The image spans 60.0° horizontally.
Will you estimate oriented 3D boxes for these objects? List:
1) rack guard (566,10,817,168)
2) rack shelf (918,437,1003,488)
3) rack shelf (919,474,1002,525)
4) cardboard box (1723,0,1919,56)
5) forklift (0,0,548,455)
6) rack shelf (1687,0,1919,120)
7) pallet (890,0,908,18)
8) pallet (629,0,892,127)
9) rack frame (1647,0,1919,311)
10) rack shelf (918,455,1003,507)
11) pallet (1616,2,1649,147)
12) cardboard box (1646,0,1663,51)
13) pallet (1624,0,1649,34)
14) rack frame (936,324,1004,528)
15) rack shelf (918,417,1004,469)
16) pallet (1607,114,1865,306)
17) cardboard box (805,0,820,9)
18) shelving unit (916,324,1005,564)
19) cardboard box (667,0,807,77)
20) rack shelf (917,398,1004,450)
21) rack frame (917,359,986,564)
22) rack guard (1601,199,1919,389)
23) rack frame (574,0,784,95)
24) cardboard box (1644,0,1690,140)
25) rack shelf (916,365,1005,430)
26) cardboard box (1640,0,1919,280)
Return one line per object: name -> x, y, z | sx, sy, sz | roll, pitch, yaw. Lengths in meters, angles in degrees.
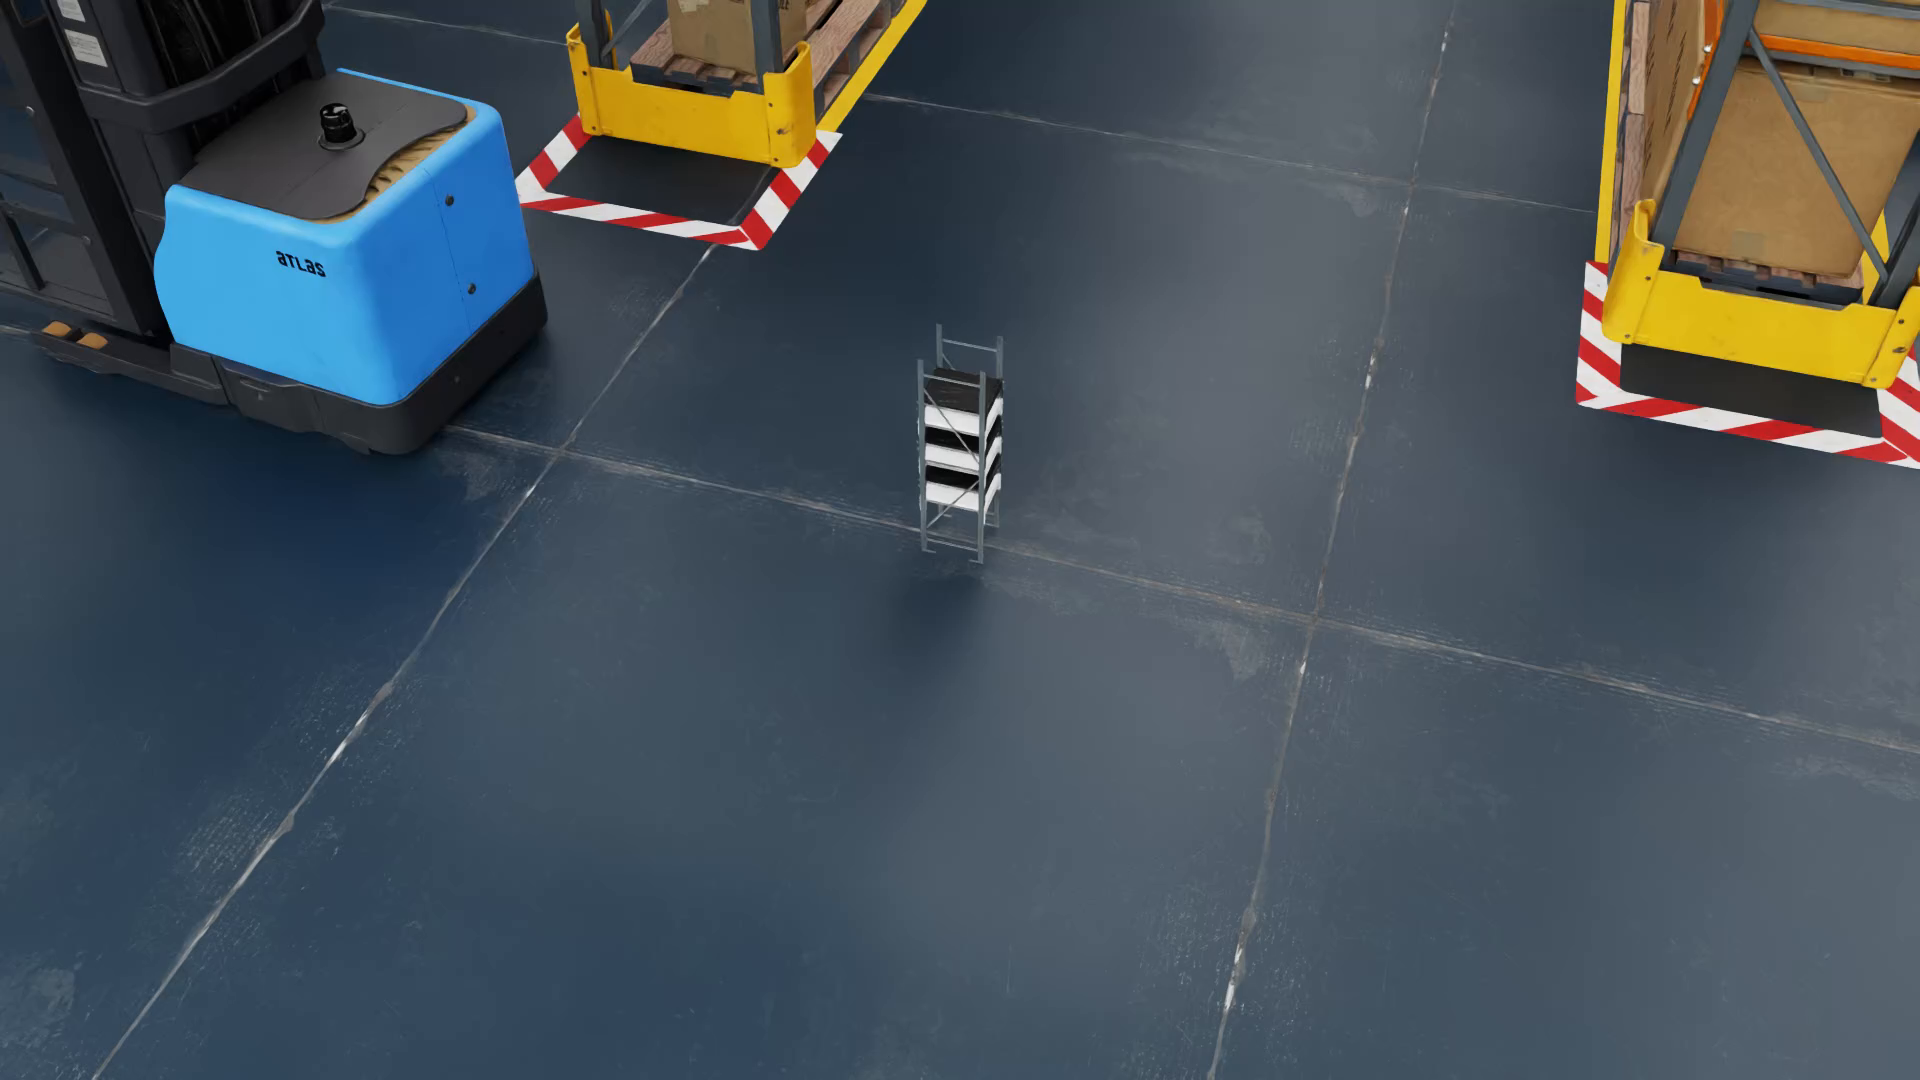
rack guard -> -1.308, -2.215, 8.157 | 1.175, 0.500, 0.348 | 13, 46, 13
rack shelf -> 0.002, -0.303, 5.964 | 0.258, 0.077, 0.200 | 13, 46, 12
rack shelf -> 0.002, -0.175, 6.090 | 0.258, 0.077, 0.200 | 13, 46, 12
cardboard box -> 3.435, -2.251, 6.298 | 0.875, 0.550, 0.550 | 13, 46, 13
forklift -> -3.326, -2.065, 6.265 | 3.031, 2.935, 1.130 | 17, 47, 17
rack shelf -> 3.971, -3.016, 7.702 | 1.077, 0.370, 4.000 | 13, 46, 13
pallet -> -0.657, -3.457, 9.632 | 1.003, 0.211, 1.213 | 13, 46, 13
pallet -> -1.028, -2.646, 8.803 | 1.003, 0.211, 1.213 | 13, 46, 13
rack frame -> 3.366, -1.940, 6.088 | 1.000, 3.000, 0.127 | 13, 46, 13
rack shelf -> 0.002, -0.239, 6.027 | 0.258, 0.077, 0.200 | 13, 46, 12
pallet -> 3.905, -2.304, 8.453 | 1.003, 0.211, 1.213 | 13, 46, 13
cardboard box -> 4.051, -2.991, 8.381 | 0.875, 0.875, 0.875 | 13, 46, 13
pallet -> 4.272, -3.120, 9.287 | 1.003, 0.211, 1.213 | 13, 46, 13
rack frame -> 0.033, -0.395, 6.010 | 0.240, 0.900, 0.006 | 13, 46, 12
rack shelf -> 0.002, -0.368, 5.901 | 0.258, 0.077, 0.200 | 13, 46, 12
pallet -> 3.533, -1.493, 7.625 | 1.003, 0.211, 1.213 | 13, 46, 13
cardboard box -> -0.977, -3.133, 8.794 | 0.500, 0.500, 0.500 | 24, 49, 23
shelving unit -> 0.002, -0.327, 5.941 | 0.258, 0.900, 0.210 | 13, 46, 12
cardboard box -> -1.126, -2.728, 8.380 | 0.500, 0.500, 0.500 | 21, 48, 20
rack shelf -> 0.002, -0.432, 5.838 | 0.258, 0.077, 0.200 | 13, 46, 12
rack frame -> -0.028, -0.259, 5.872 | 0.240, 0.900, 0.006 | 13, 46, 12
rack guard -> 3.359, -1.031, 6.946 | 1.175, 0.500, 0.348 | 13, 46, 13
rack frame -> -1.331, -3.058, 7.231 | 1.000, 3.000, 0.127 | 13, 46, 13
cardboard box -> 3.773, -2.384, 7.760 | 0.875, 0.875, 0.875 | 12, 46, 12
rack shelf -> 0.002, -0.496, 5.775 | 0.258, 0.077, 0.200 | 13, 46, 12
cardboard box -> 3.508, -1.797, 7.161 | 0.875, 0.875, 0.875 | 13, 46, 13
